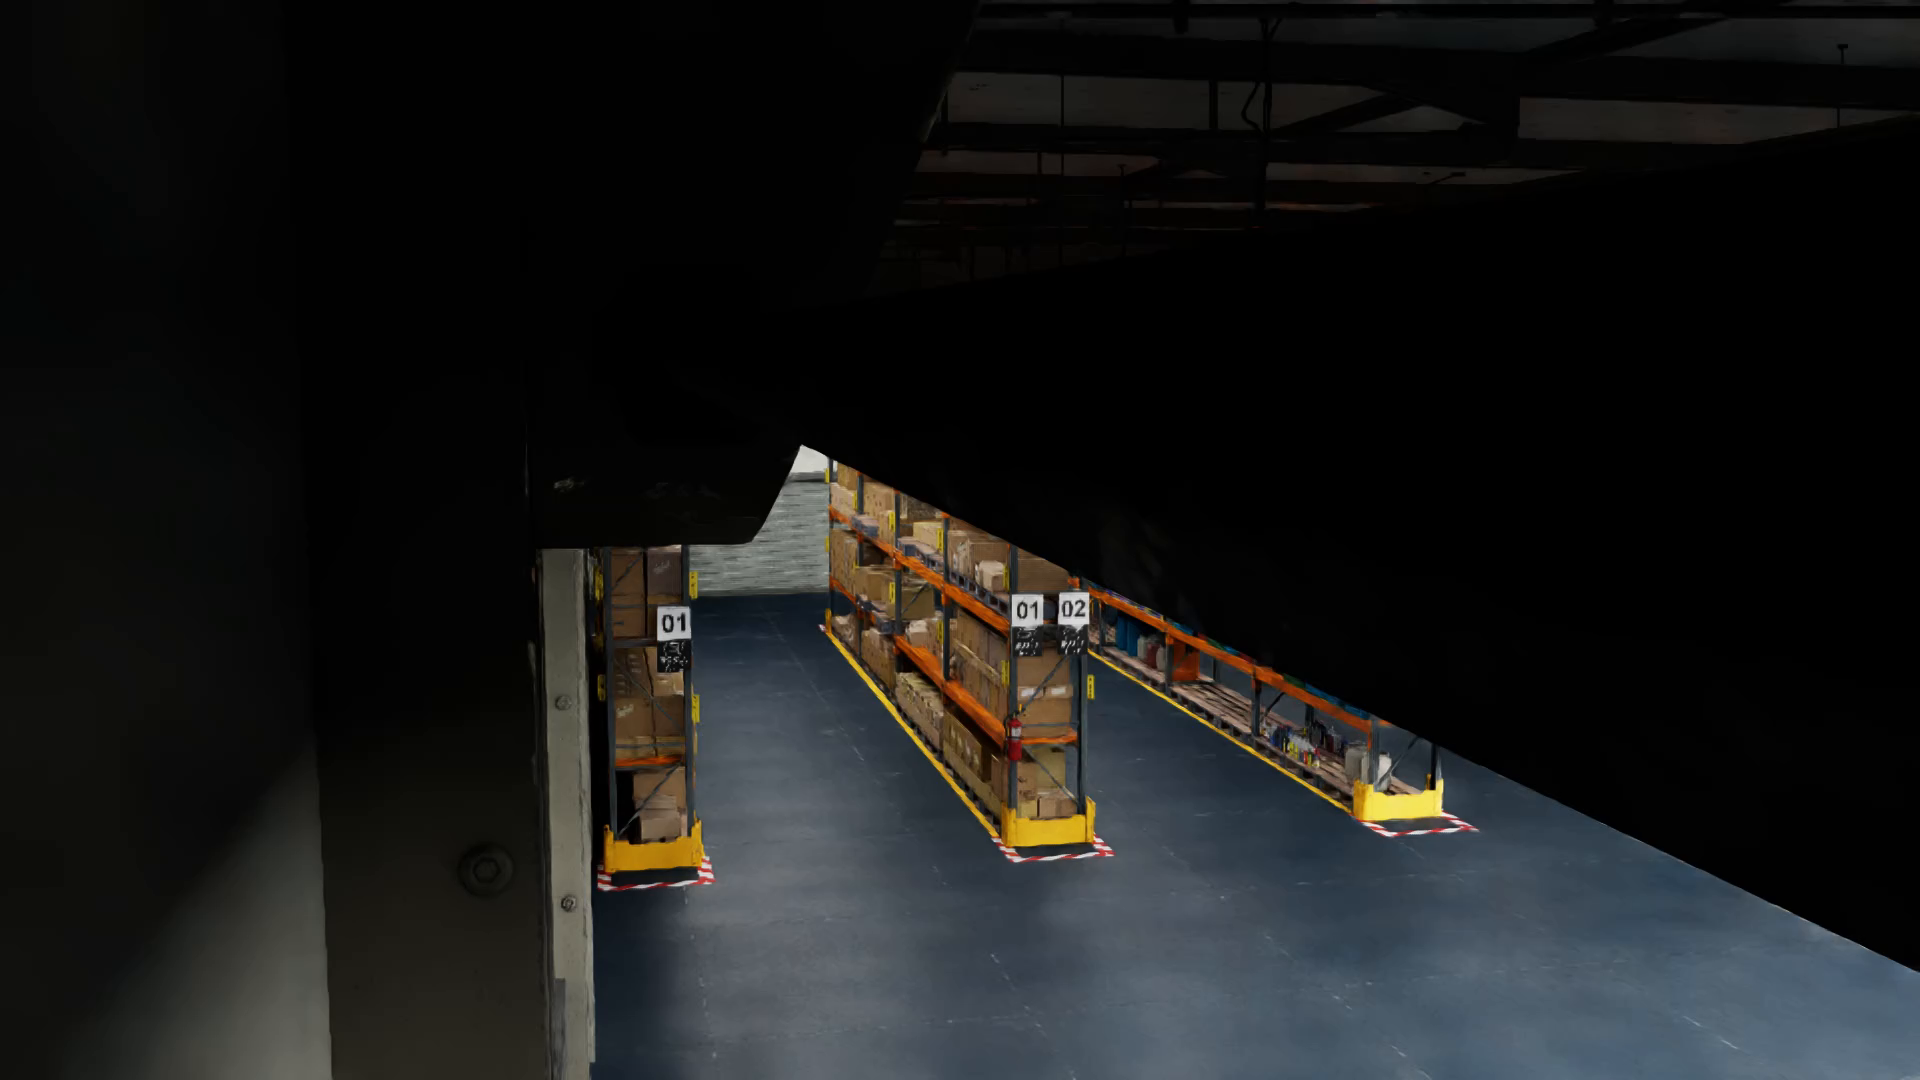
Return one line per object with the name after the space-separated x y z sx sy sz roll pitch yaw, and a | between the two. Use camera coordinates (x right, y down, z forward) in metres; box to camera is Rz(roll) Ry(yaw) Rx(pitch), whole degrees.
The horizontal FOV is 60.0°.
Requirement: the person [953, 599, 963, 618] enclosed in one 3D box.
-0.037 1.044 37.641 0.445 1.633 0.631 1 7 9 | person
